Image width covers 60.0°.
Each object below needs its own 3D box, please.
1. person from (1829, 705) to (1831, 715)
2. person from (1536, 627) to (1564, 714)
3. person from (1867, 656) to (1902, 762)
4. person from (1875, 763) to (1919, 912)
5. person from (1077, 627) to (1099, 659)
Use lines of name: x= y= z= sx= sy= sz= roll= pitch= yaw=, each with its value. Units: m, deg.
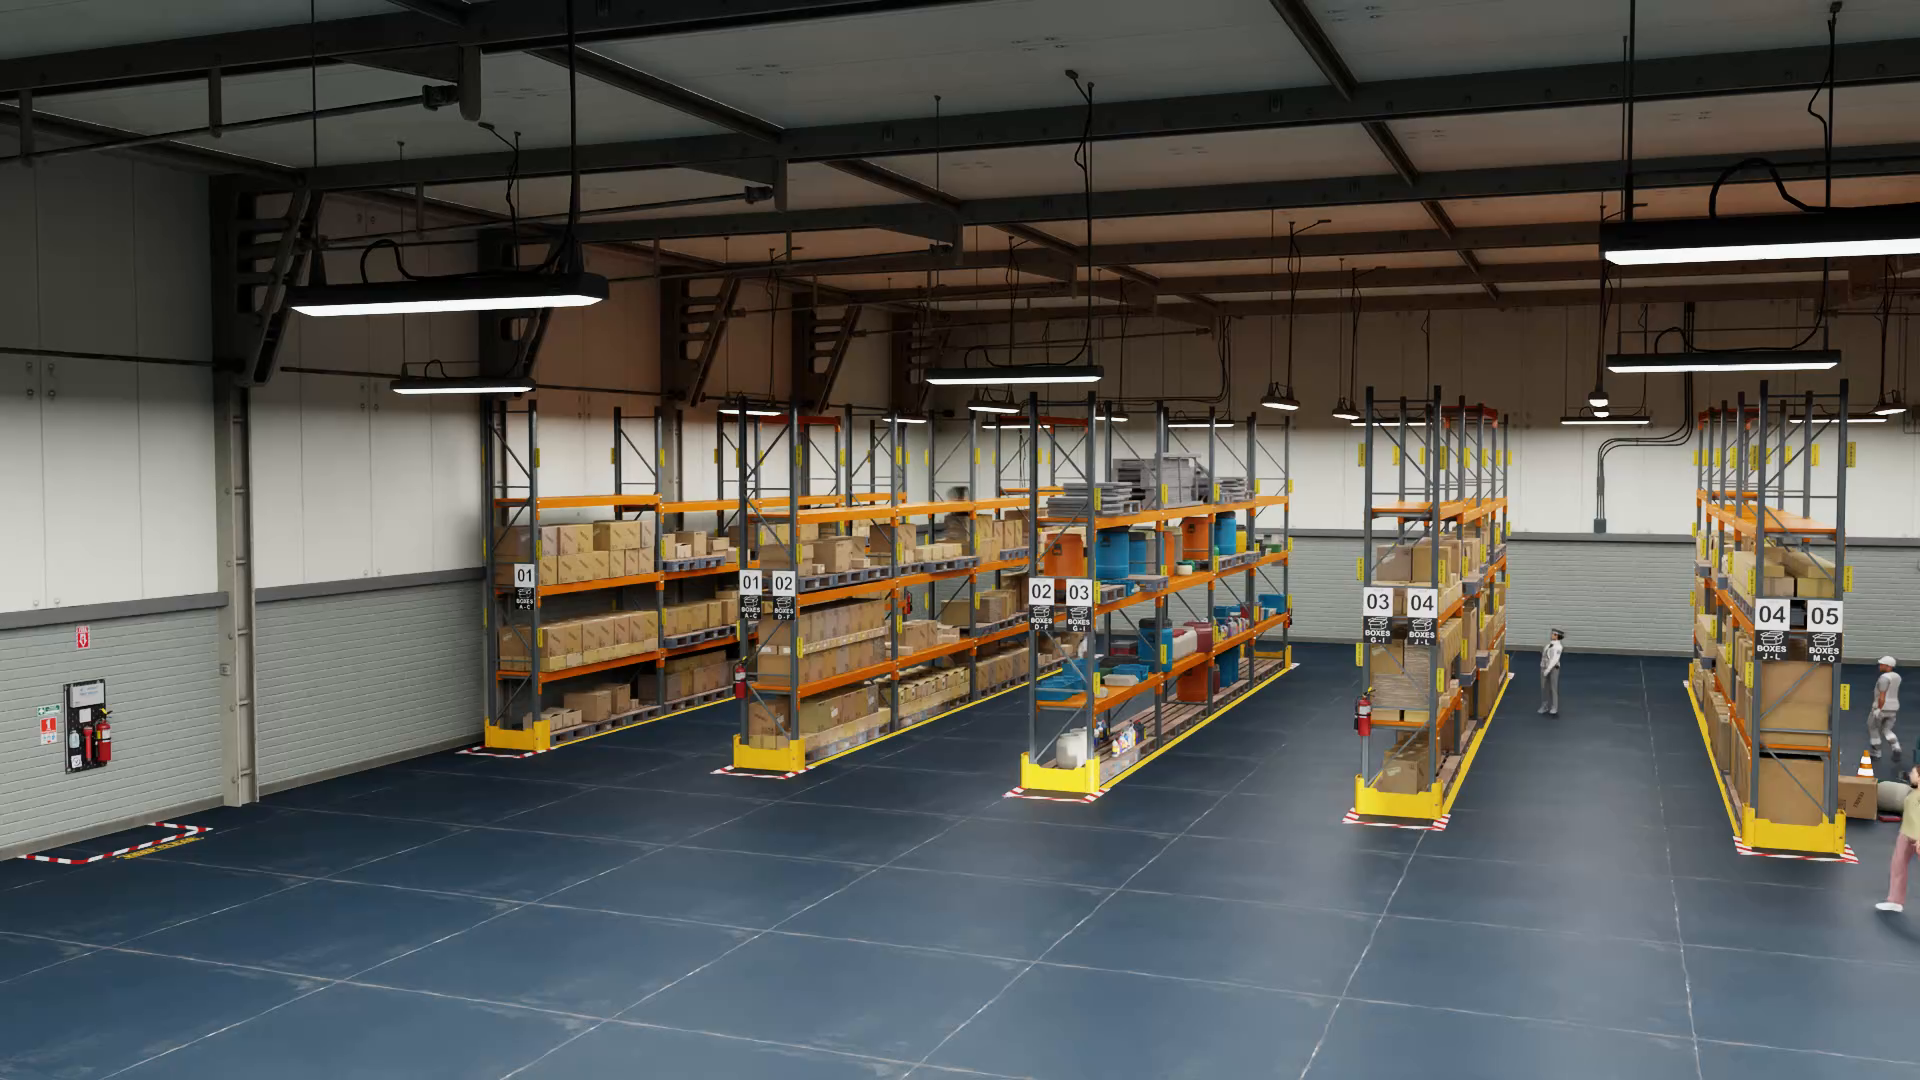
person: x=16.645 y=2.561 z=32.224 sx=0.614 sy=1.734 sz=0.477 roll=-2 pitch=4 yaw=-40
person: x=11.553 y=2.567 z=32.593 sx=0.572 sy=1.707 sz=0.516 roll=-2 pitch=3 yaw=-30
person: x=15.261 y=2.793 z=27.477 sx=0.563 sy=1.755 sz=0.602 roll=-1 pitch=3 yaw=-10
person: x=10.604 y=3.275 z=18.344 sx=0.957 sy=1.640 sz=0.432 roll=-1 pitch=3 yaw=-24
person: x=2.491 y=2.517 z=33.616 sx=0.608 sy=1.714 sz=0.489 roll=0 pitch=3 yaw=-8
